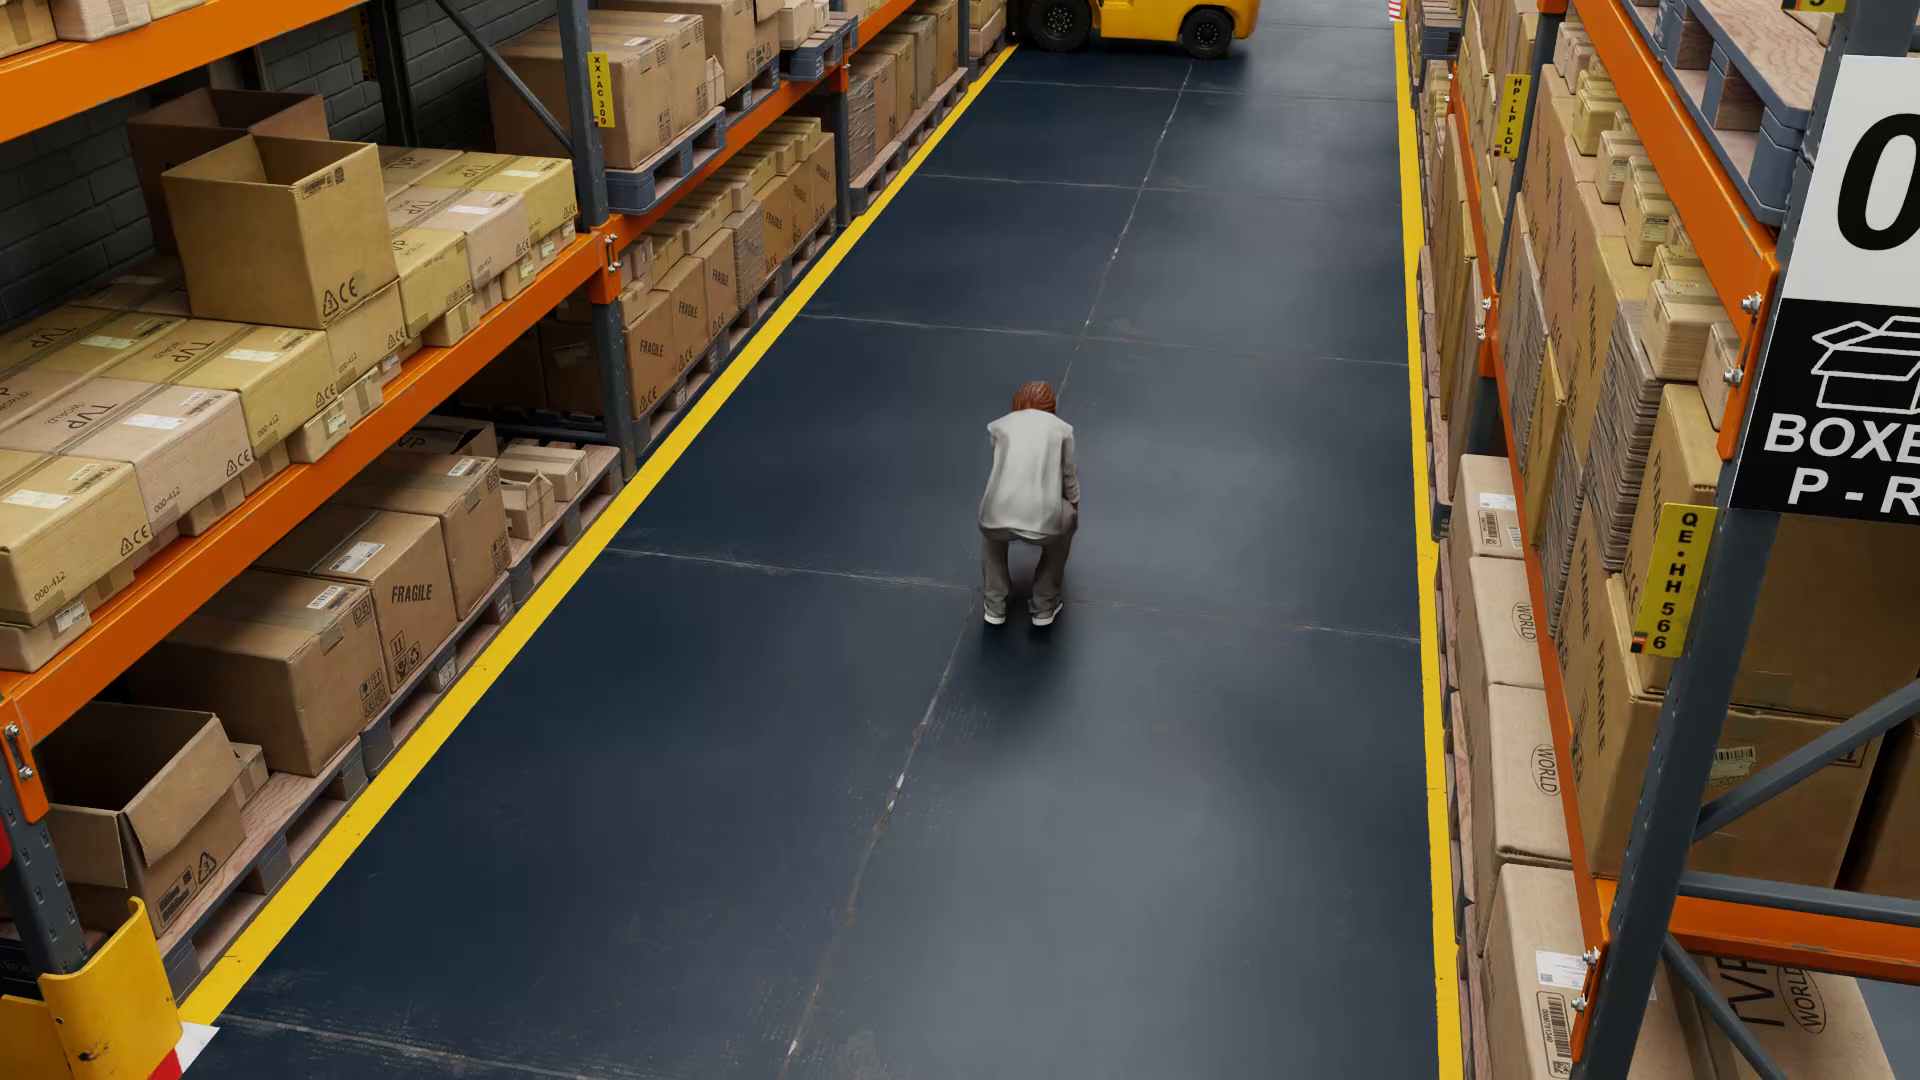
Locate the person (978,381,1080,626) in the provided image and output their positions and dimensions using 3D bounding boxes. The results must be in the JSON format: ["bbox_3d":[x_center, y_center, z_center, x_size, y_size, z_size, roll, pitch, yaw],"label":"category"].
[{"bbox_3d":[0.288,-0.107,7.088,0.426,0.859,0.838,5,30,9],"label":"person"}]
